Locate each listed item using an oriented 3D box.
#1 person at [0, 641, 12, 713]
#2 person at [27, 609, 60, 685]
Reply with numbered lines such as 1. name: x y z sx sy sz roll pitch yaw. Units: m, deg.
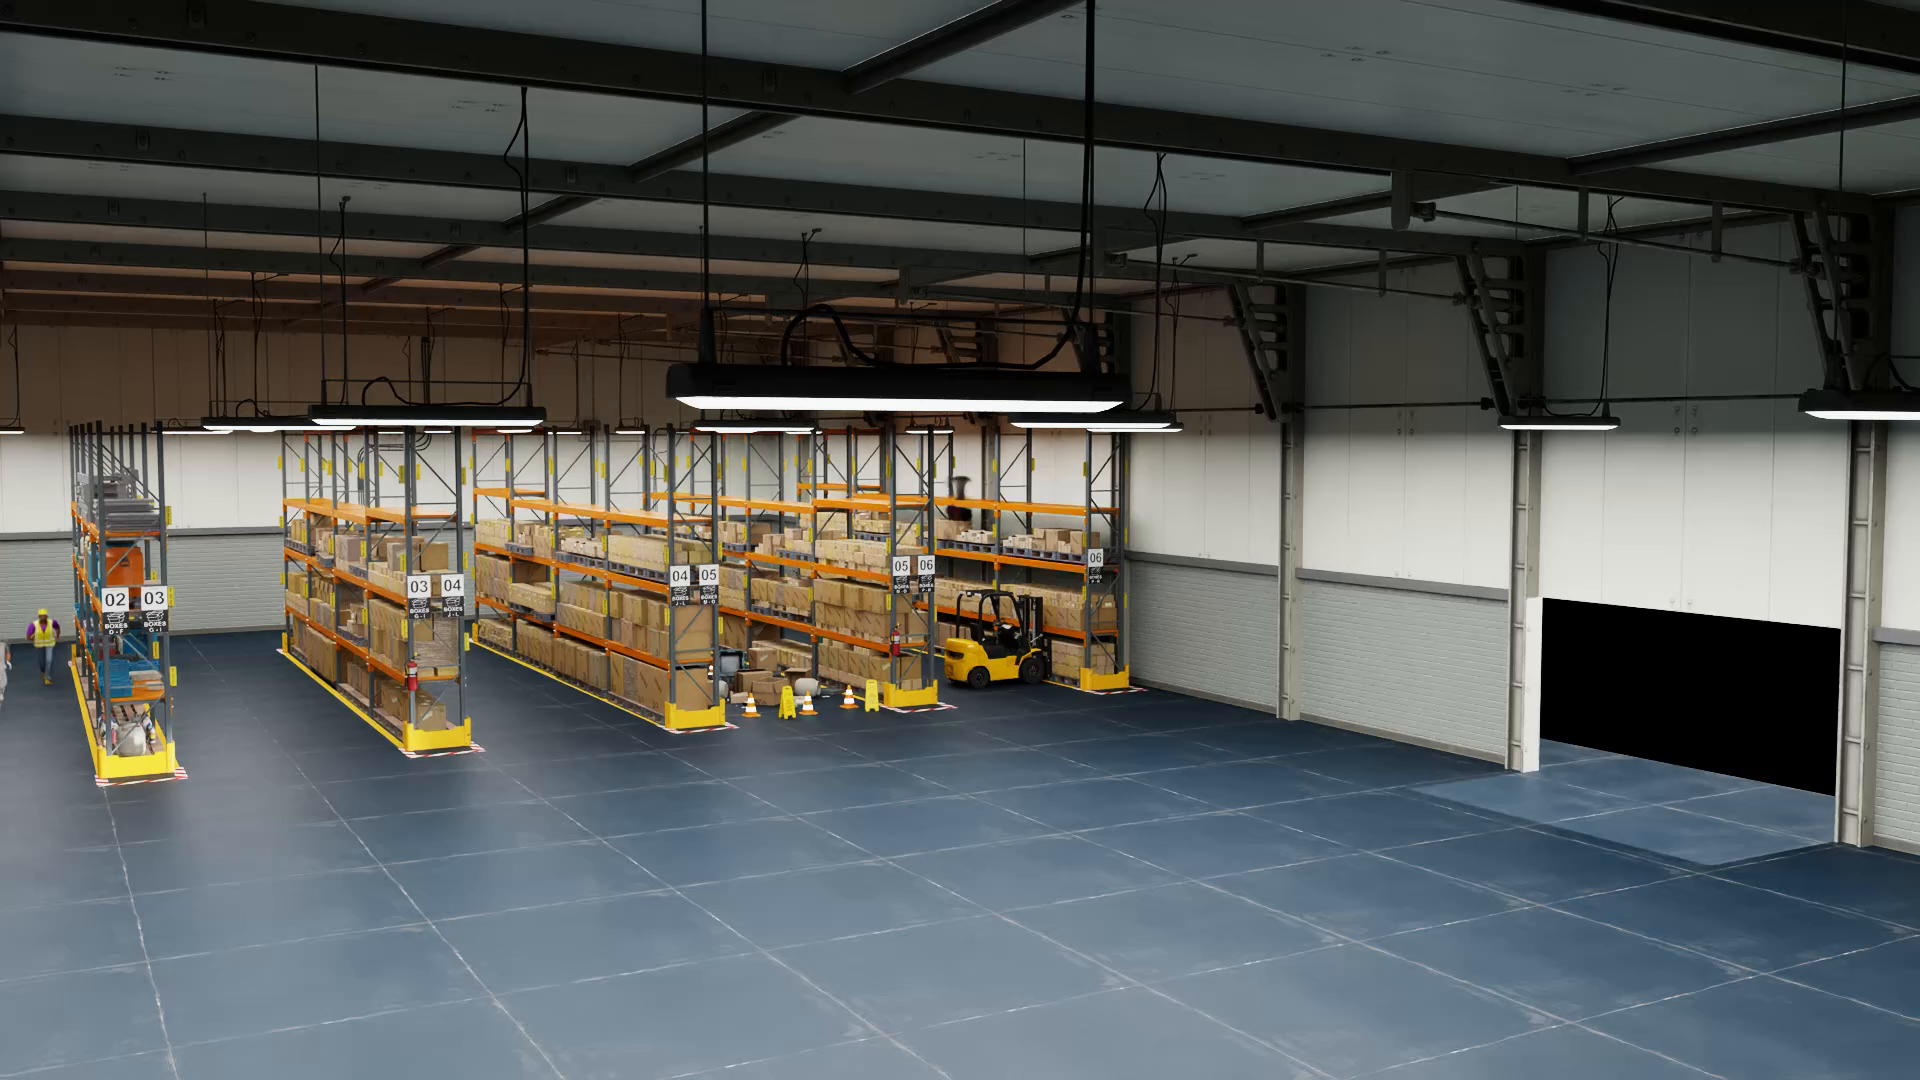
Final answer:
1. person: -20.139 2.717 34.680 0.665 1.740 0.750 -3 5 -42
2. person: -21.174 2.452 38.440 0.673 1.729 1.035 -2 4 -24
